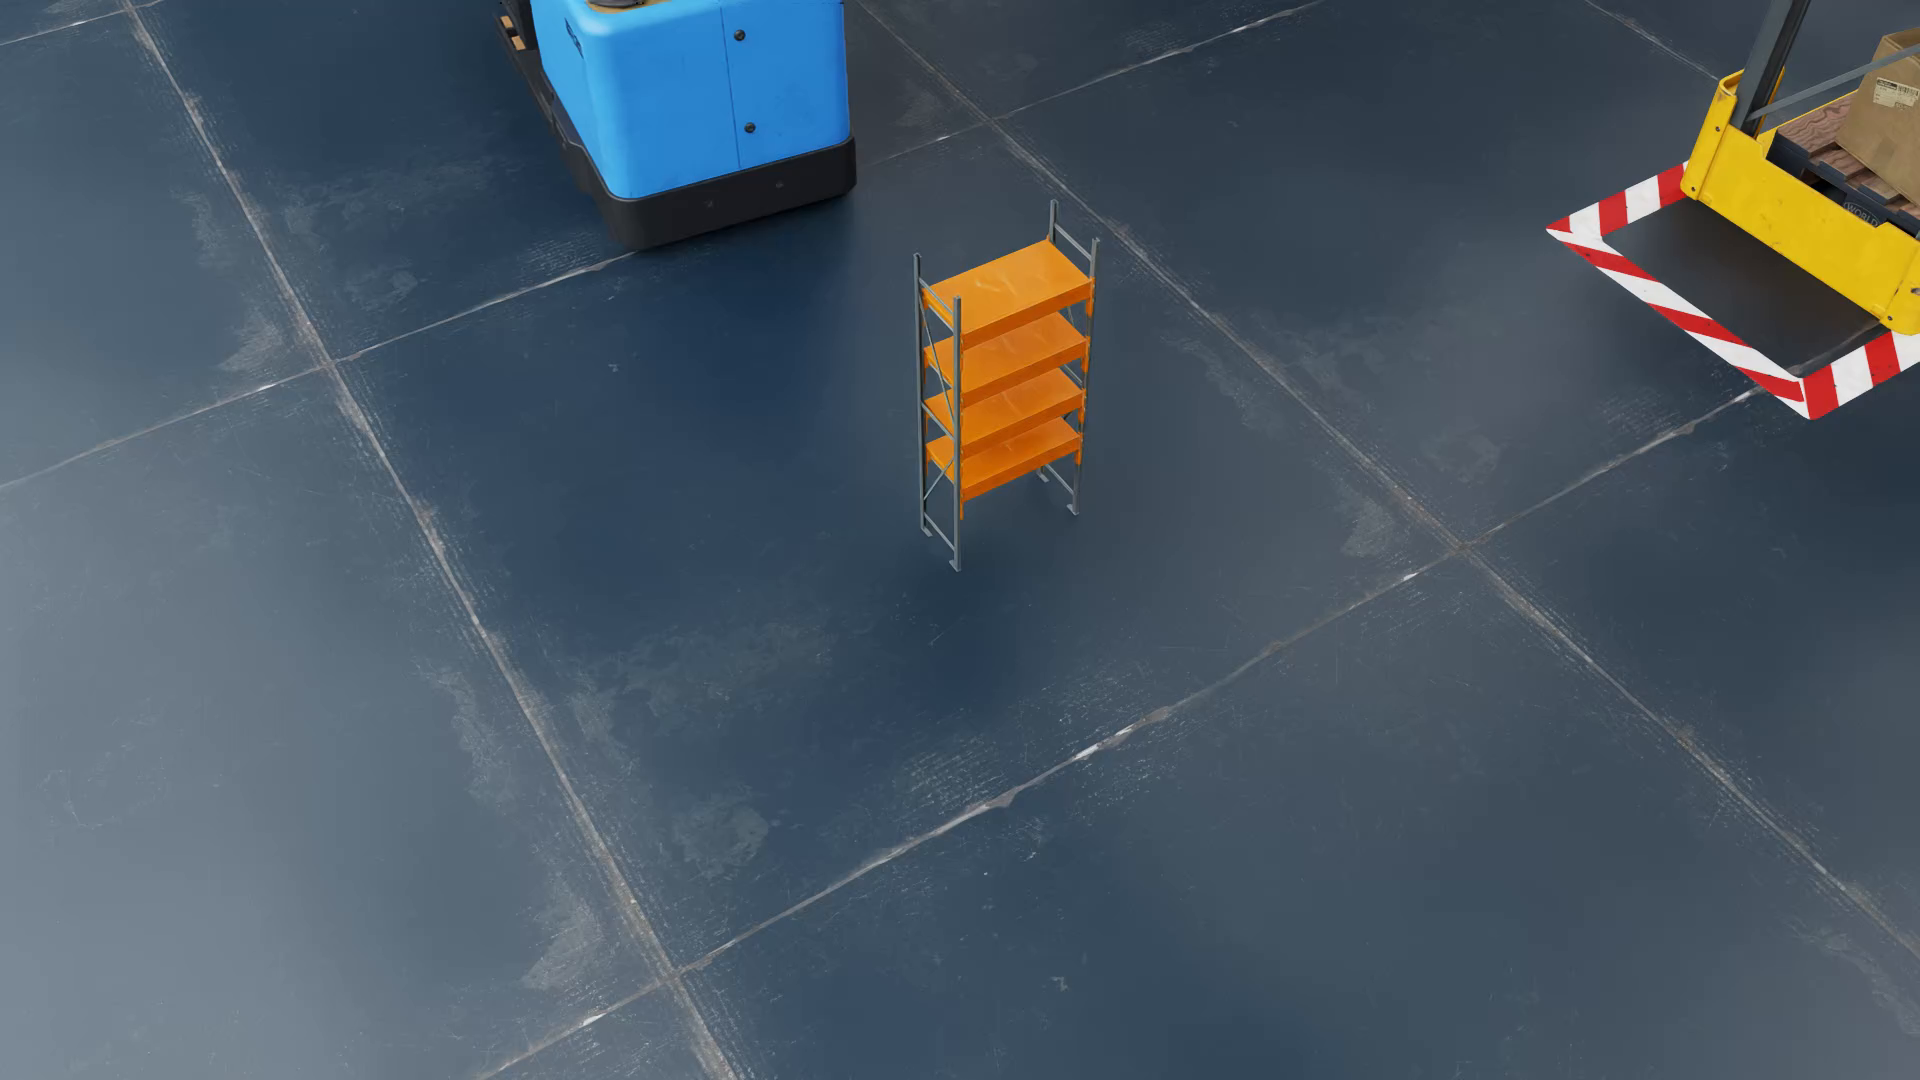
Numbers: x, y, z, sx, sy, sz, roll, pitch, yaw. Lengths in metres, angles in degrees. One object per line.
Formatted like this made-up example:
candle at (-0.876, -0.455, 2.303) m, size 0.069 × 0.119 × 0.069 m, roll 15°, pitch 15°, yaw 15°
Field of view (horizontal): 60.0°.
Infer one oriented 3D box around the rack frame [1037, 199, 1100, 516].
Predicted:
rack frame at (0.346, -0.562, 5.447) m, size 0.015 × 1.200 × 0.240 m, roll -25°, pitch 53°, yaw -21°

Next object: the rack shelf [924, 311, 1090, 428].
rack shelf at (0.140, -0.569, 5.244) m, size 0.480 × 0.148 × 0.258 m, roll -25°, pitch 53°, yaw -21°

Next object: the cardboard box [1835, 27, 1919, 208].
cardboard box at (3.973, -1.727, 6.672) m, size 0.500 × 0.500 × 0.500 m, roll -16°, pitch 50°, yaw -14°

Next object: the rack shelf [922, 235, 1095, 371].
rack shelf at (0.140, -0.726, 5.067) m, size 0.480 × 0.148 × 0.258 m, roll -25°, pitch 53°, yaw -21°

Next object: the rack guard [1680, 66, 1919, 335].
rack guard at (3.501, -1.380, 6.644) m, size 0.348 × 0.500 × 1.175 m, roll -25°, pitch 53°, yaw -21°

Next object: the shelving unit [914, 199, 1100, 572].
shelving unit at (0.140, -0.465, 5.361) m, size 0.503 × 1.200 × 0.258 m, roll -25°, pitch 53°, yaw -21°

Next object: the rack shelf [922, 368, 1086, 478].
rack shelf at (0.140, -0.420, 5.411) m, size 0.480 × 0.148 × 0.258 m, roll -25°, pitch 53°, yaw -21°

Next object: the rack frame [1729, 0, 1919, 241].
rack frame at (3.436, -2.181, 5.683) m, size 0.127 × 3.000 × 1.000 m, roll -25°, pitch 53°, yaw -21°

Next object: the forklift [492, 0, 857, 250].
forklift at (-1.517, -3.258, 6.689) m, size 1.130 × 2.935 × 3.031 m, roll -19°, pitch 51°, yaw -16°

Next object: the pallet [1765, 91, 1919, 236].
pallet at (4.206, -1.585, 7.020) m, size 1.213 × 0.211 × 1.003 m, roll -25°, pitch 53°, yaw -21°

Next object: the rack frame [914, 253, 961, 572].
rack frame at (-0.066, -0.368, 5.274) m, size 0.015 × 1.200 × 0.240 m, roll -25°, pitch 53°, yaw -21°

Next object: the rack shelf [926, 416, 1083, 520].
rack shelf at (0.140, -0.288, 5.559) m, size 0.480 × 0.148 × 0.258 m, roll -25°, pitch 53°, yaw -21°
